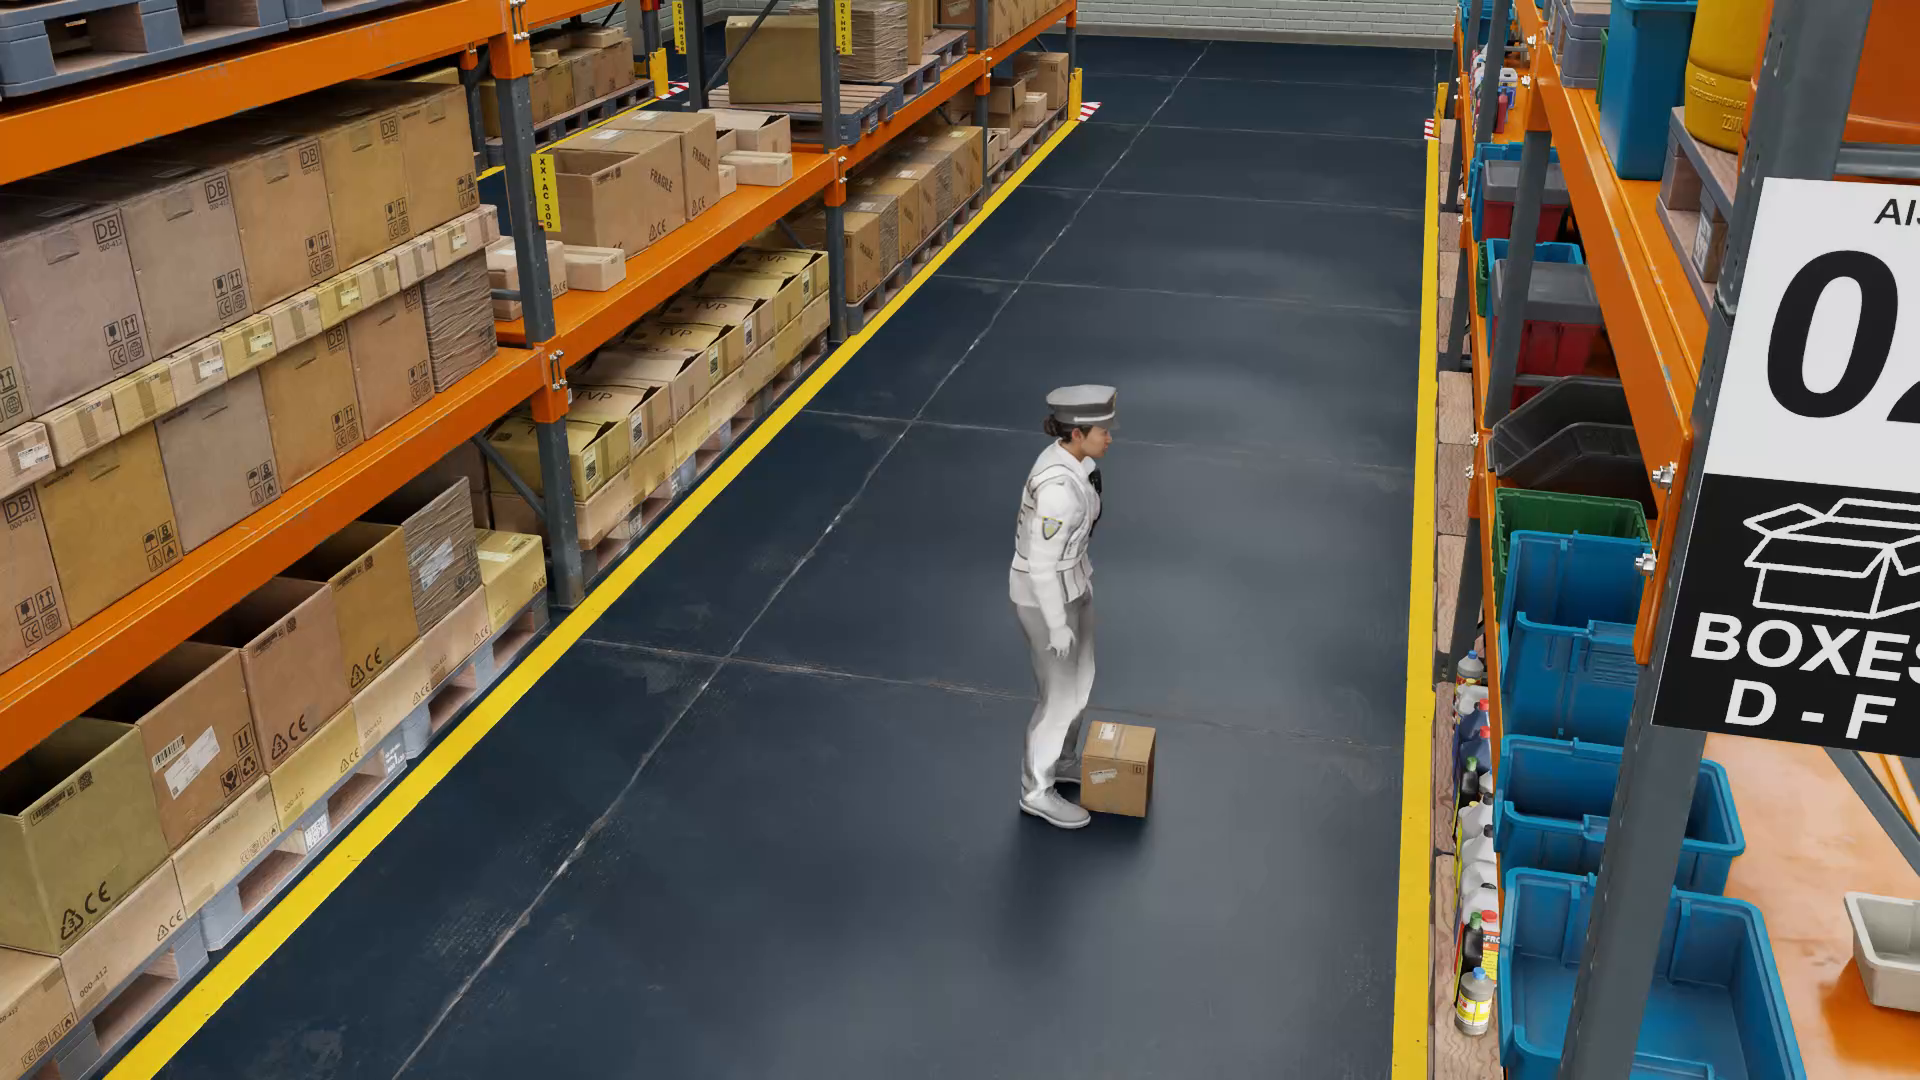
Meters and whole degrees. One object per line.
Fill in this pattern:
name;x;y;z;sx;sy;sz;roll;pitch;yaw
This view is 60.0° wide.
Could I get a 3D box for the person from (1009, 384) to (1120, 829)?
person;0.391;0.223;6.137;0.403;1.664;0.529;7;26;13
